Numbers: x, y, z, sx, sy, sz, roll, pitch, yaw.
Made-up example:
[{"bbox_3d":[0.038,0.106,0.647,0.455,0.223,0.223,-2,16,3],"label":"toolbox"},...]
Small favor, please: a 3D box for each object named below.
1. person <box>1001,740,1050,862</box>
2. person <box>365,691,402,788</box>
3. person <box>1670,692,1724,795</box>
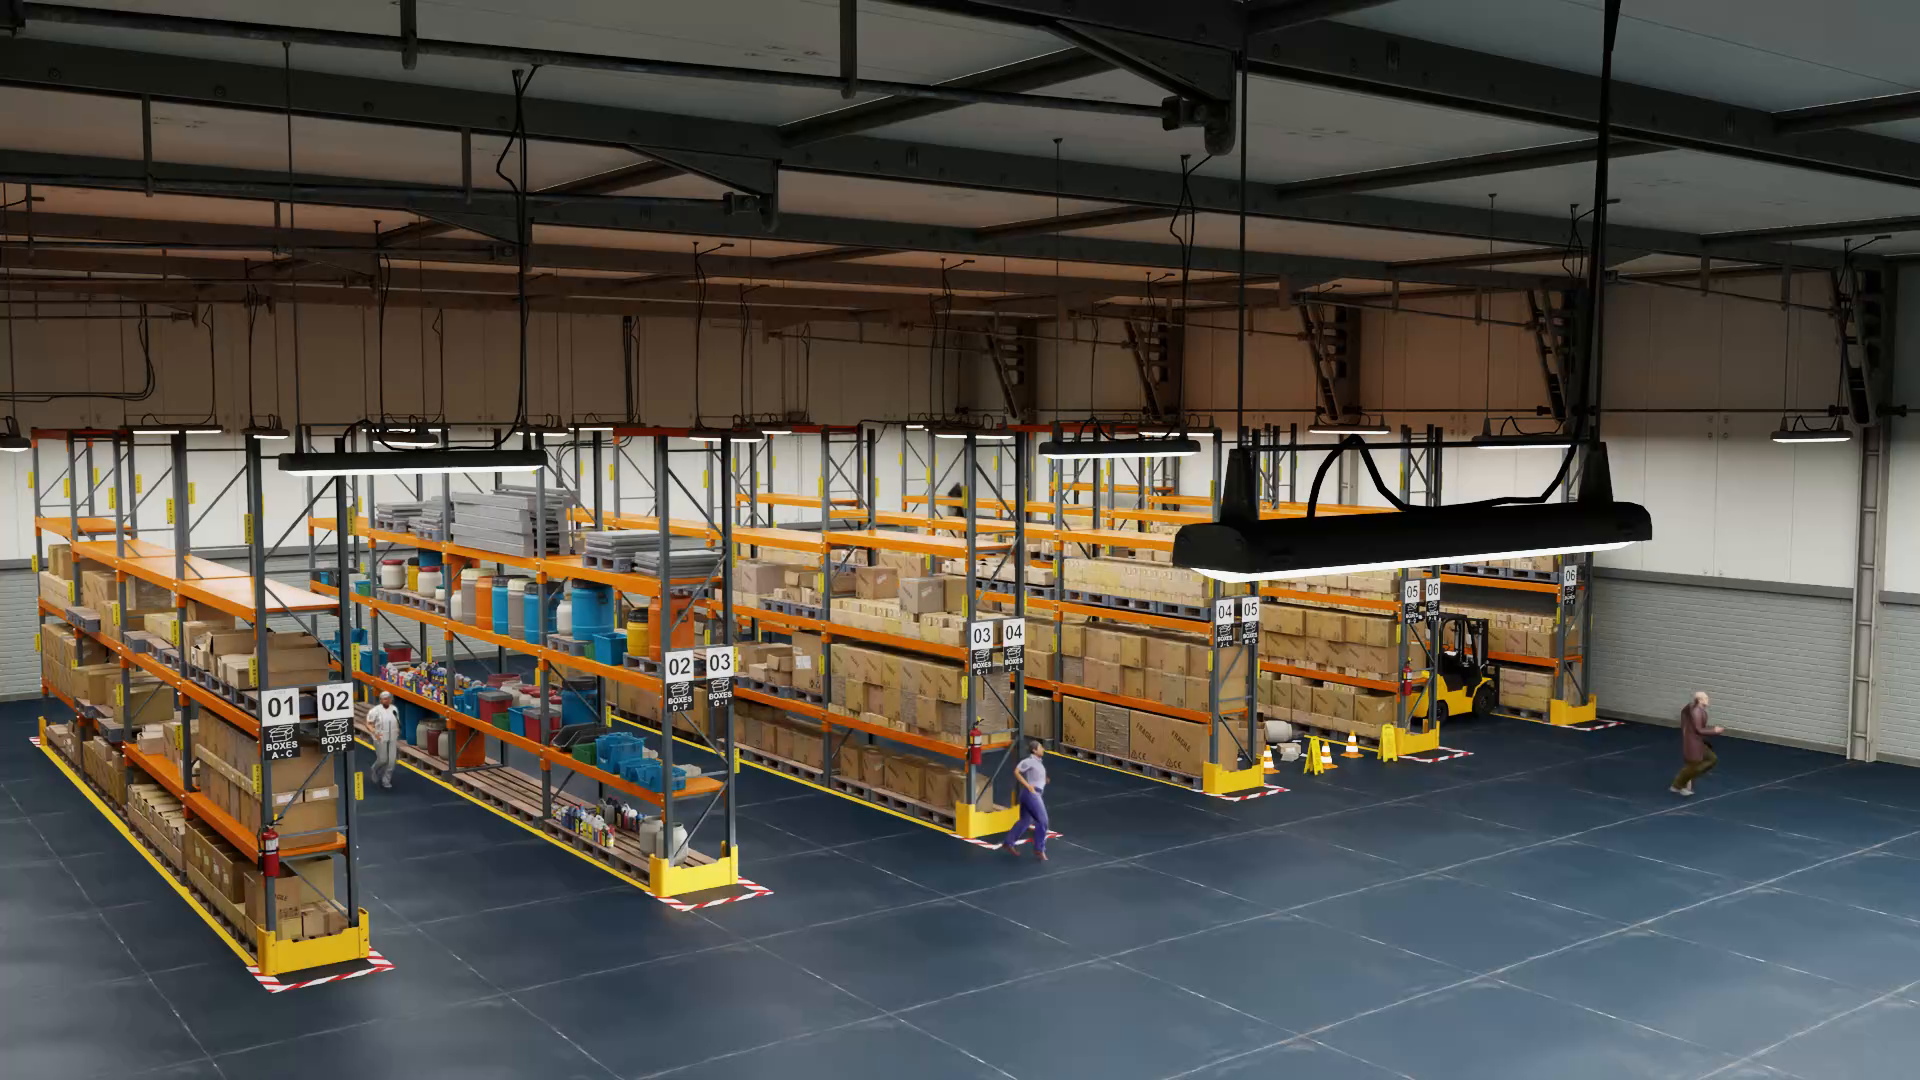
[{"bbox_3d":[0.952,3.689,23.566,0.691,1.700,0.634,0,5,6],"label":"person"},{"bbox_3d":[-9.615,3.342,27.840,0.586,1.609,0.543,-4,6,-42],"label":"person"},{"bbox_3d":[12.041,3.323,27.156,0.794,1.728,0.759,2,5,28],"label":"person"}]
